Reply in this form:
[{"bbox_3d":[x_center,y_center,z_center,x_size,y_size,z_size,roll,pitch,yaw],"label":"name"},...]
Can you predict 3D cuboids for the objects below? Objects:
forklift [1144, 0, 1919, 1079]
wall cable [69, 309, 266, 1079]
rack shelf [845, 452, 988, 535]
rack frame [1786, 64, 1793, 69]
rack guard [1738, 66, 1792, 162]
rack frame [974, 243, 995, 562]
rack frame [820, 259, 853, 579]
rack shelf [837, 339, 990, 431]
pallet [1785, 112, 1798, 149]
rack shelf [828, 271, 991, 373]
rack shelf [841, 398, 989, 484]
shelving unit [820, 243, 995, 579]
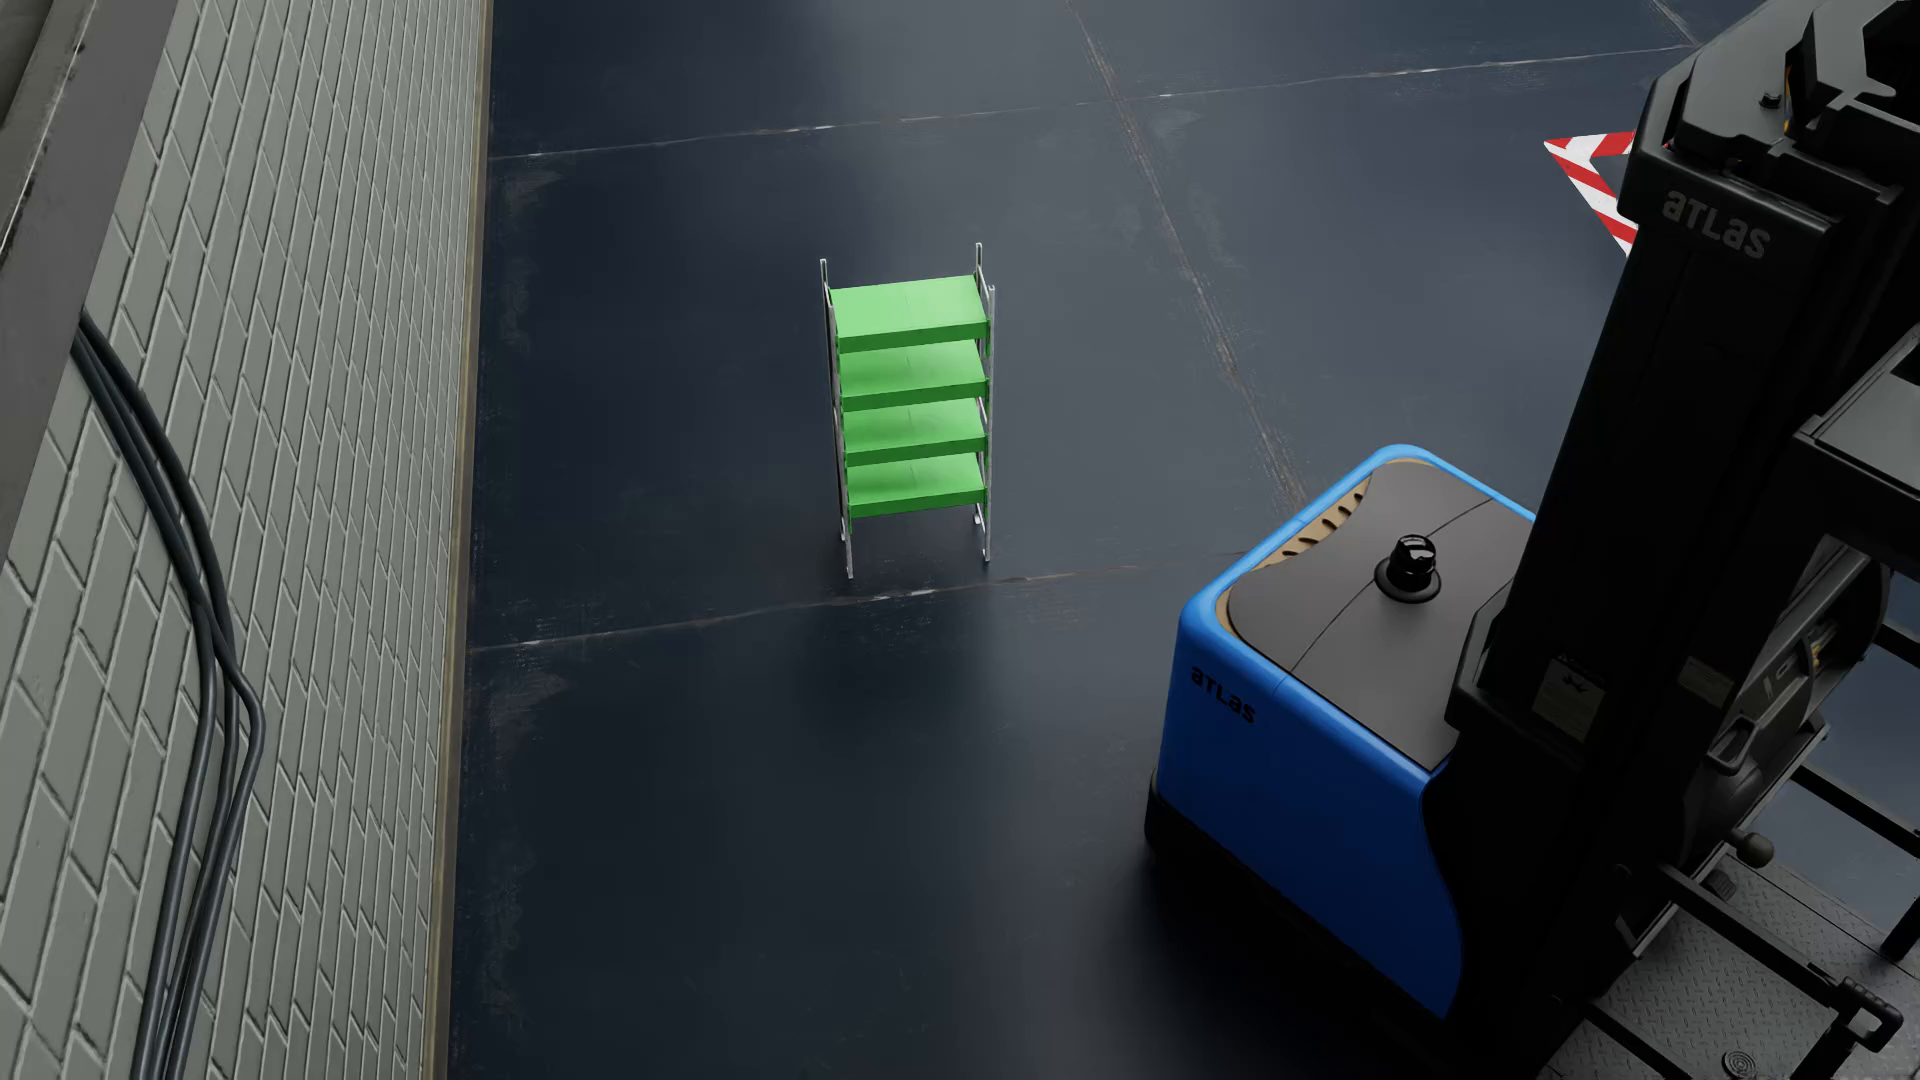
[{"bbox_3d":[1.941,0.432,3.516,1.130,2.935,3.031,-35,55,-29],"label":"forklift"},{"bbox_3d":[-1.148,0.430,1.461,0.112,2.526,3.097,-7,46,-7],"label":"wall cable"},{"bbox_3d":[-0.163,-0.185,5.735,0.480,0.148,0.258,-7,46,-7],"label":"rack shelf"},{"bbox_3d":[3.638,-2.521,6.314,0.127,3.000,1.000,-7,46,-7],"label":"rack frame"},{"bbox_3d":[3.713,-1.663,7.223,0.348,0.500,1.175,-7,46,-7],"label":"rack guard"},{"bbox_3d":[0.077,-0.426,5.545,0.015,1.200,0.240,-7,46,-7],"label":"rack frame"},{"bbox_3d":[-0.404,-0.366,5.487,0.015,1.200,0.240,-7,46,-7],"label":"rack frame"},{"bbox_3d":[-0.163,-0.518,5.389,0.480,0.148,0.258,-7,46,-7],"label":"rack shelf"},{"bbox_3d":[4.498,-1.661,7.422,1.213,0.211,1.003,-7,46,-7],"label":"pallet"},{"bbox_3d":[-0.163,-0.685,5.217,0.480,0.148,0.258,-7,46,-7],"label":"rack shelf"},{"bbox_3d":[-0.163,-0.352,5.562,0.480,0.148,0.258,-7,46,-7],"label":"rack shelf"},{"bbox_3d":[-0.163,-0.396,5.516,0.503,1.200,0.258,-7,46,-7],"label":"shelving unit"}]
